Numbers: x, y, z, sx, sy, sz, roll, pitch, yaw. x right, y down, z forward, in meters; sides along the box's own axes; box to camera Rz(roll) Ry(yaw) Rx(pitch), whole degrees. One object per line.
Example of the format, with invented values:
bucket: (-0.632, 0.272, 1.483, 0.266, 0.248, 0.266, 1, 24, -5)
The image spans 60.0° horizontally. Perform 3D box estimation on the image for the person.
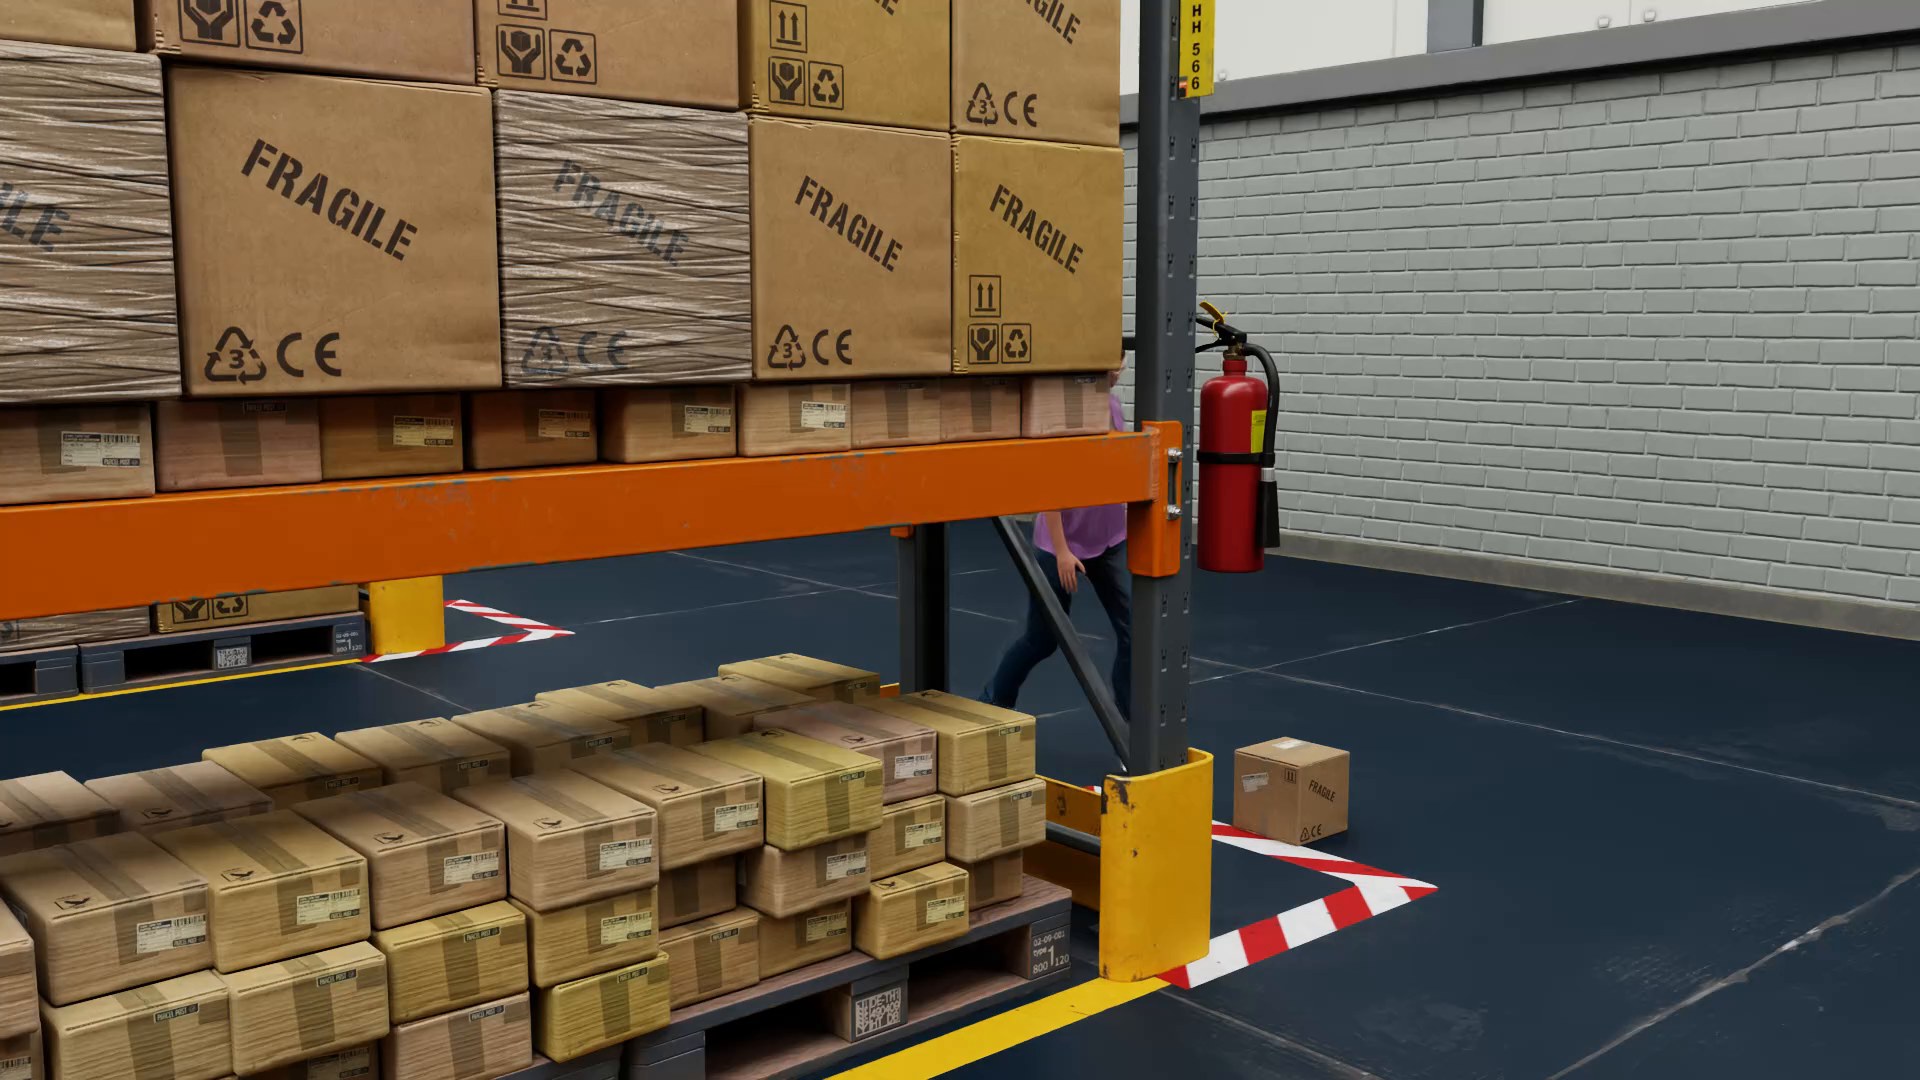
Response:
person: (0.398, 0.015, 5.750, 0.424, 1.548, 0.880, -6, 10, -40)
